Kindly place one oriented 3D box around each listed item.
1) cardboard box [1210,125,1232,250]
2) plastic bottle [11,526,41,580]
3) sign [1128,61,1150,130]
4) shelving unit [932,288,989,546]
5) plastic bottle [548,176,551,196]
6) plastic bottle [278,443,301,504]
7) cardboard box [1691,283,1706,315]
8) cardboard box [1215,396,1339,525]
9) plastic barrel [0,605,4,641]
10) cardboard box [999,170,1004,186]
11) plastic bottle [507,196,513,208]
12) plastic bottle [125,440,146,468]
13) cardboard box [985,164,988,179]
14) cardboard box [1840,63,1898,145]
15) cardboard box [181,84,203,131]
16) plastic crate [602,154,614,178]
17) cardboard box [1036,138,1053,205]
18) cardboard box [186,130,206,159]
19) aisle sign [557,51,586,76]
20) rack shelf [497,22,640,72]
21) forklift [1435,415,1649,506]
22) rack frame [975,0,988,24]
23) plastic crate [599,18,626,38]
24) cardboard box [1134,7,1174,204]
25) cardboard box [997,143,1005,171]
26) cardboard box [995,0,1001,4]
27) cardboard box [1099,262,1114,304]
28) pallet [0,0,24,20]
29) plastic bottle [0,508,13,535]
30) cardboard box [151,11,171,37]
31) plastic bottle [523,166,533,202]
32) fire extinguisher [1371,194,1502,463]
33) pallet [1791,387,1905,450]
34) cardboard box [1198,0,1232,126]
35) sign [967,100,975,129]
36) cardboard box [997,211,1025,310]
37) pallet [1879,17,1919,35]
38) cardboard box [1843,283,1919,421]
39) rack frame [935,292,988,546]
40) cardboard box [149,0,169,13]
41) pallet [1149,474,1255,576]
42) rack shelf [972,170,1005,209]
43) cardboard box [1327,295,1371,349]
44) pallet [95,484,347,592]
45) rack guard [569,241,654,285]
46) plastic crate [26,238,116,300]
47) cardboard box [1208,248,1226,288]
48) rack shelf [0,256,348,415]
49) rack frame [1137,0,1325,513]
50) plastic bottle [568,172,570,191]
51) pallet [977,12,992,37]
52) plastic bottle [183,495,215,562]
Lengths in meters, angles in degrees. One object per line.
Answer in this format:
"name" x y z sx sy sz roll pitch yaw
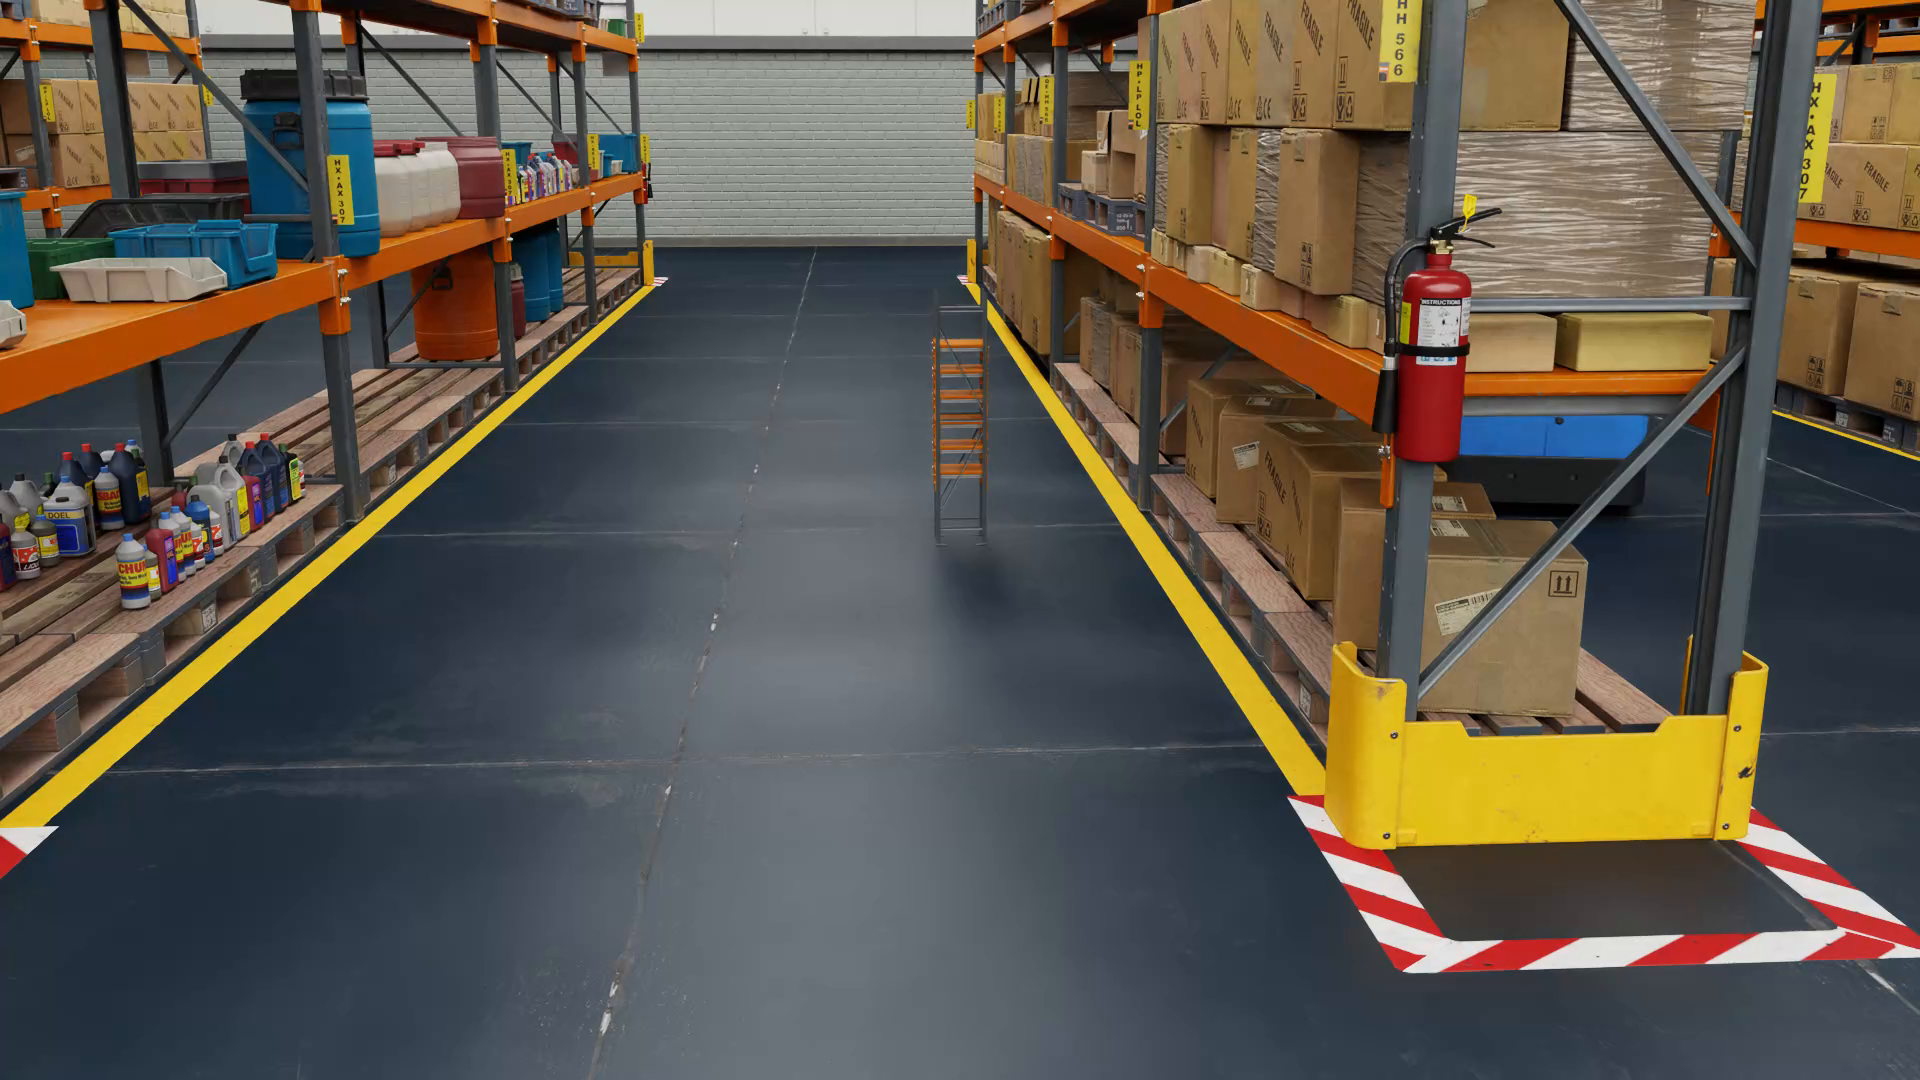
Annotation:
"cardboard box" 1.520 -1.445 6.825 0.875 0.500 0.500 -1 14 -3
"plastic bottle" -3.694 0.046 6.560 0.097 0.201 0.097 0 14 0
"sign" 0.872 -2.164 8.095 0.100 0.325 0.005 -1 14 -3
"shelving unit" 0.001 -0.577 7.863 0.258 1.200 0.189 -1 14 -3
"plastic bottle" -3.569 -3.059 14.293 0.097 0.201 0.097 0 14 0
"plastic bottle" -3.158 -0.320 7.817 0.061 0.283 0.133 0 14 -1
"cardboard box" 5.833 -1.812 13.222 0.500 0.500 0.500 -1 14 -4
"cardboard box" 1.454 -0.363 7.593 0.500 0.500 0.500 4 15 14
"plastic barrel" -3.418 0.173 5.486 0.421 0.512 0.421 0 14 0
"cardboard box" 0.585 -3.552 16.315 0.380 0.149 0.250 -1 14 -3
"plastic bottle" -3.444 -2.670 12.617 0.061 0.283 0.133 -1 14 -3
"plastic bottle" -3.935 -0.342 7.929 0.097 0.271 0.097 0 14 0
"cardboard box" 0.472 -4.000 18.056 0.380 0.149 0.250 -1 14 -5
"cardboard box" 6.219 -2.827 10.786 0.700 0.500 0.500 -1 14 -4
"cardboard box" -8.903 -4.872 18.733 0.500 0.500 0.500 -1 14 -4
"plastic crate" -3.878 -3.962 17.621 0.416 0.233 0.300 -1 14 -3
"cardboard box" 0.875 -2.899 13.074 0.500 0.500 0.500 -1 14 -4
"cardboard box" -8.905 -4.387 18.855 0.500 0.500 0.500 0 14 -2
"aisle sign" -4.562 -5.793 19.305 0.394 0.787 0.004 -1 14 -3
"rack shelf" -4.137 -5.128 17.360 1.077 0.370 4.000 -1 14 -3
"forklift" 3.133 -1.910 9.569 1.130 2.935 3.031 2 15 7
"rack frame" 0.683 -7.503 19.127 1.000 3.000 0.127 -1 14 -3
"plastic crate" -3.915 -5.630 18.294 0.450 0.188 0.336 -1 14 -3
"cardboard box" 1.517 -2.307 8.925 1.000 1.000 1.000 -1 14 -3
"cardboard box" 0.641 -3.780 16.401 0.500 0.250 0.500 -1 14 -4
"cardboard box" 0.763 -5.952 17.876 0.700 0.500 0.500 -2 15 -7
"cardboard box" 1.250 -1.807 11.659 0.500 0.250 0.500 0 14 -1
"pallet" -8.987 -4.649 14.433 1.213 0.211 1.003 -1 14 -3
"plastic bottle" -3.818 0.017 6.525 0.152 0.276 0.135 -1 14 -5
"cardboard box" -8.890 -5.577 17.964 0.500 0.250 0.500 -1 14 -3
"plastic bottle" -3.495 -2.876 13.417 0.061 0.283 0.133 -1 14 -3
"fire extinguisher" 1.221 -0.545 4.281 0.296 0.674 0.183 -1 14 -3
"pallet" 6.181 -0.809 10.746 1.003 0.211 1.213 -1 14 -3
"cardboard box" 1.263 -1.925 6.685 0.500 0.500 0.500 -1 14 -3
"sign" 0.128 -5.048 19.730 0.100 0.325 0.005 -1 14 -3
"cardboard box" 0.990 -2.618 15.603 1.225 0.875 0.875 -1 14 -3
"pallet" 10.709 -5.672 18.208 1.003 0.211 1.213 -1 14 -3
"cardboard box" 6.199 -1.171 10.231 1.050 0.750 0.750 -1 14 -3
"rack frame" 0.007 -0.555 7.774 0.240 1.200 0.006 -1 14 -3
"cardboard box" -8.887 -5.819 17.902 0.500 0.250 0.500 -1 14 -3
"pallet" 1.503 -0.096 7.976 1.003 0.211 1.213 -1 14 -3
"rack shelf" 0.807 -3.752 18.031 1.077 0.370 4.000 -1 14 -3
"cardboard box" 1.368 -0.688 5.184 0.380 0.149 0.250 -1 14 -3
"pallet" -3.517 -0.018 7.674 1.003 0.211 1.213 -1 14 -3
"rack guard" -4.275 -3.316 19.912 1.175 0.500 0.348 -1 14 -3
"plastic crate" -3.715 -1.092 6.676 0.450 0.188 0.662 -1 14 -3
"cardboard box" 1.241 -1.123 6.874 0.380 0.149 0.250 -1 14 -3
"rack shelf" -3.393 -0.691 6.135 1.077 0.370 4.000 -1 14 -3
"rack frame" 1.426 -1.613 8.276 1.000 3.000 0.127 -1 14 -3
"plastic bottle" -3.631 -3.308 15.264 0.097 0.201 0.097 0 14 0
"pallet" 0.739 -5.823 18.796 1.003 0.211 1.213 -1 14 -3
"plastic bottle" -3.111 -0.050 6.792 0.097 0.271 0.097 0 14 0
